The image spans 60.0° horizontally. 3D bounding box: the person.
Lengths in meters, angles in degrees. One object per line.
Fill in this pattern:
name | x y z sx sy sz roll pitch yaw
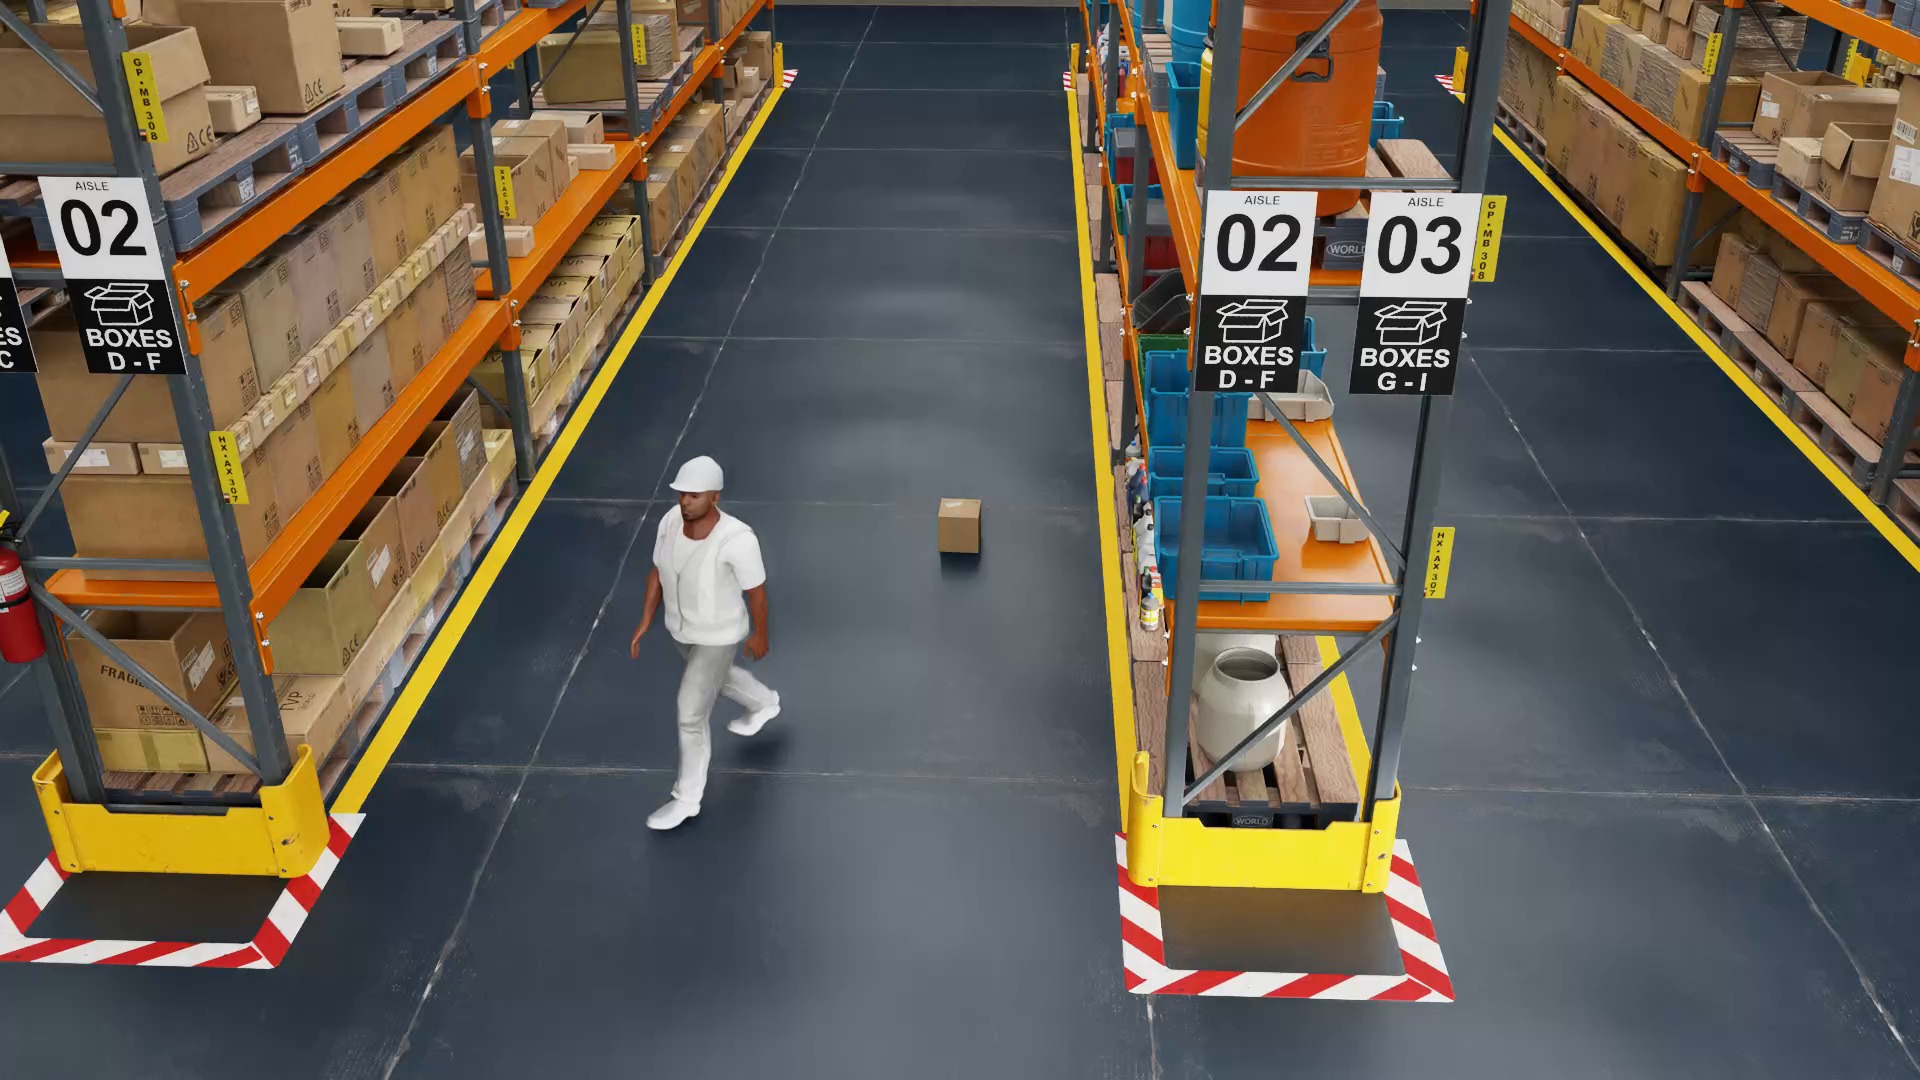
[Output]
person | -1.206 0.410 7.813 0.552 1.725 1.038 22 35 36
